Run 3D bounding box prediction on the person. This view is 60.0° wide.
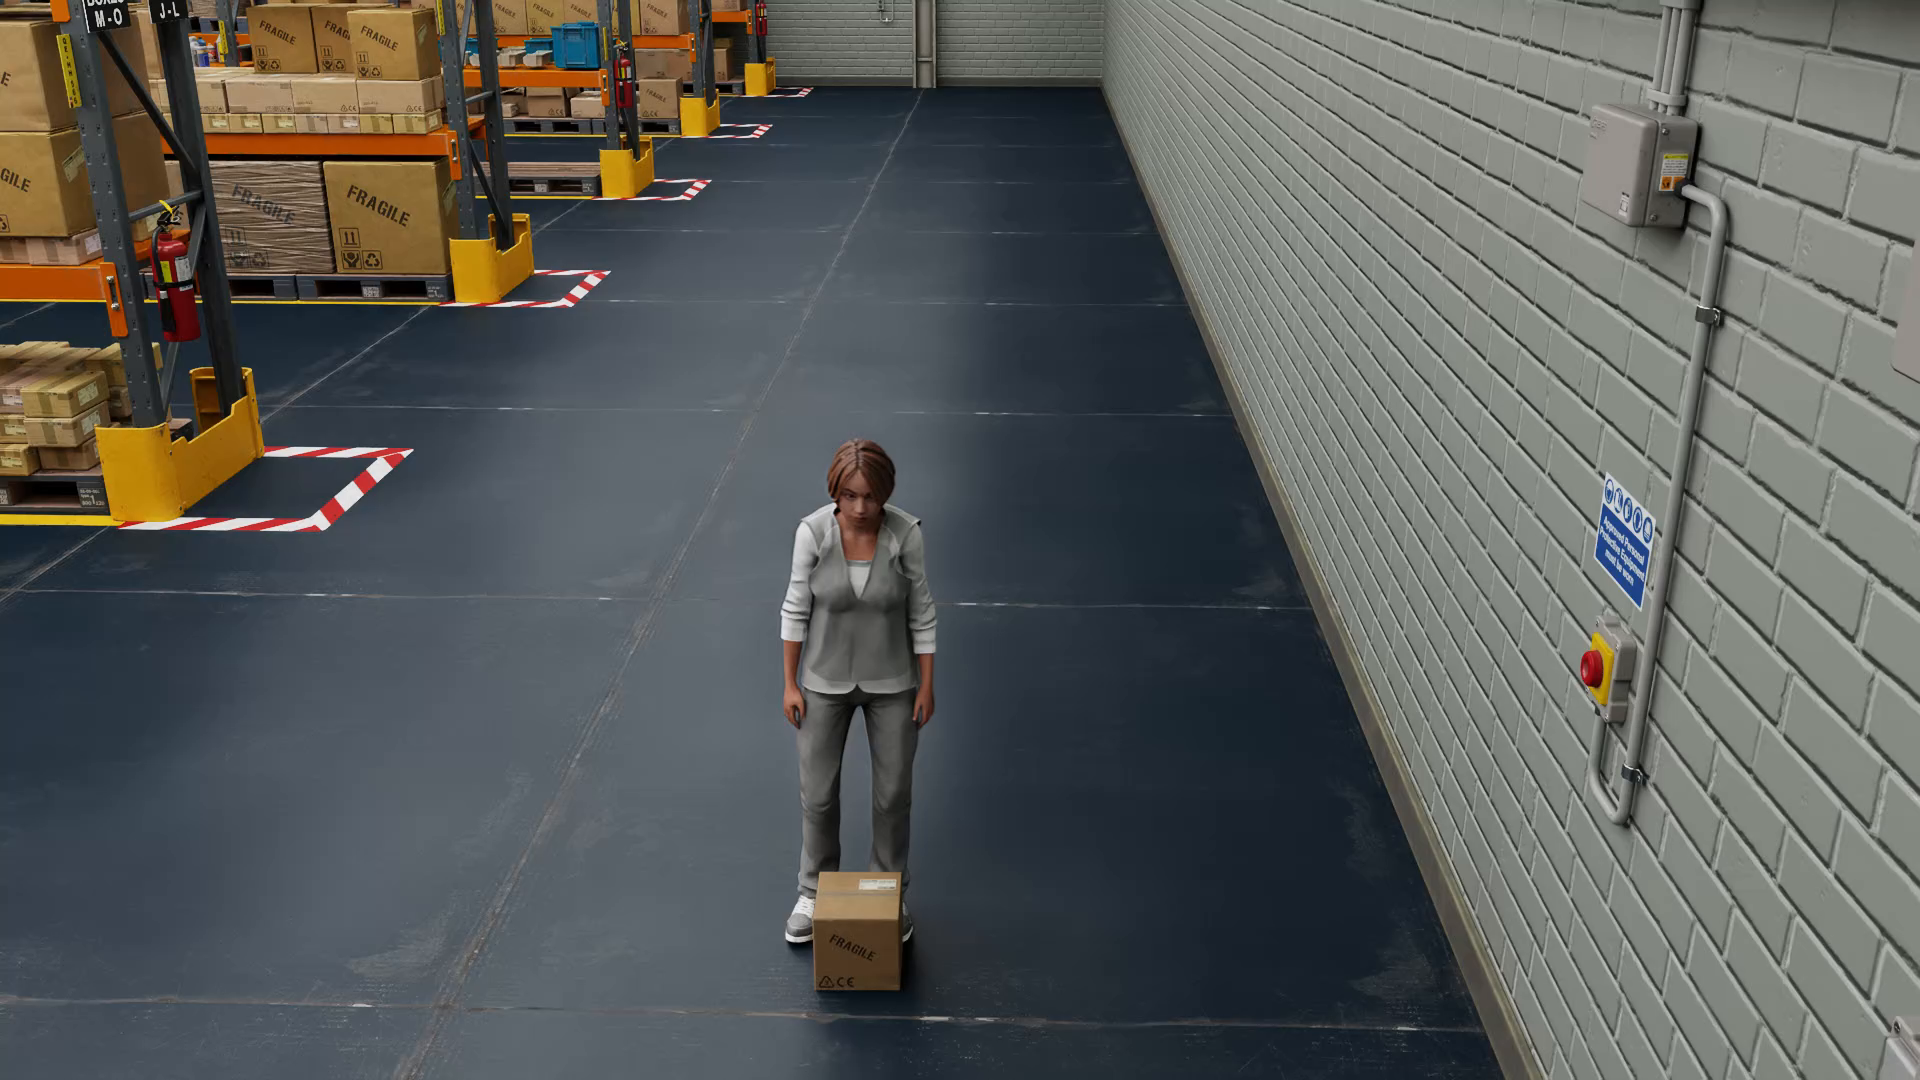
[{"bbox_3d":[-0.302,0.448,4.939,0.474,1.590,0.346,0,21,-1],"label":"person"}]
